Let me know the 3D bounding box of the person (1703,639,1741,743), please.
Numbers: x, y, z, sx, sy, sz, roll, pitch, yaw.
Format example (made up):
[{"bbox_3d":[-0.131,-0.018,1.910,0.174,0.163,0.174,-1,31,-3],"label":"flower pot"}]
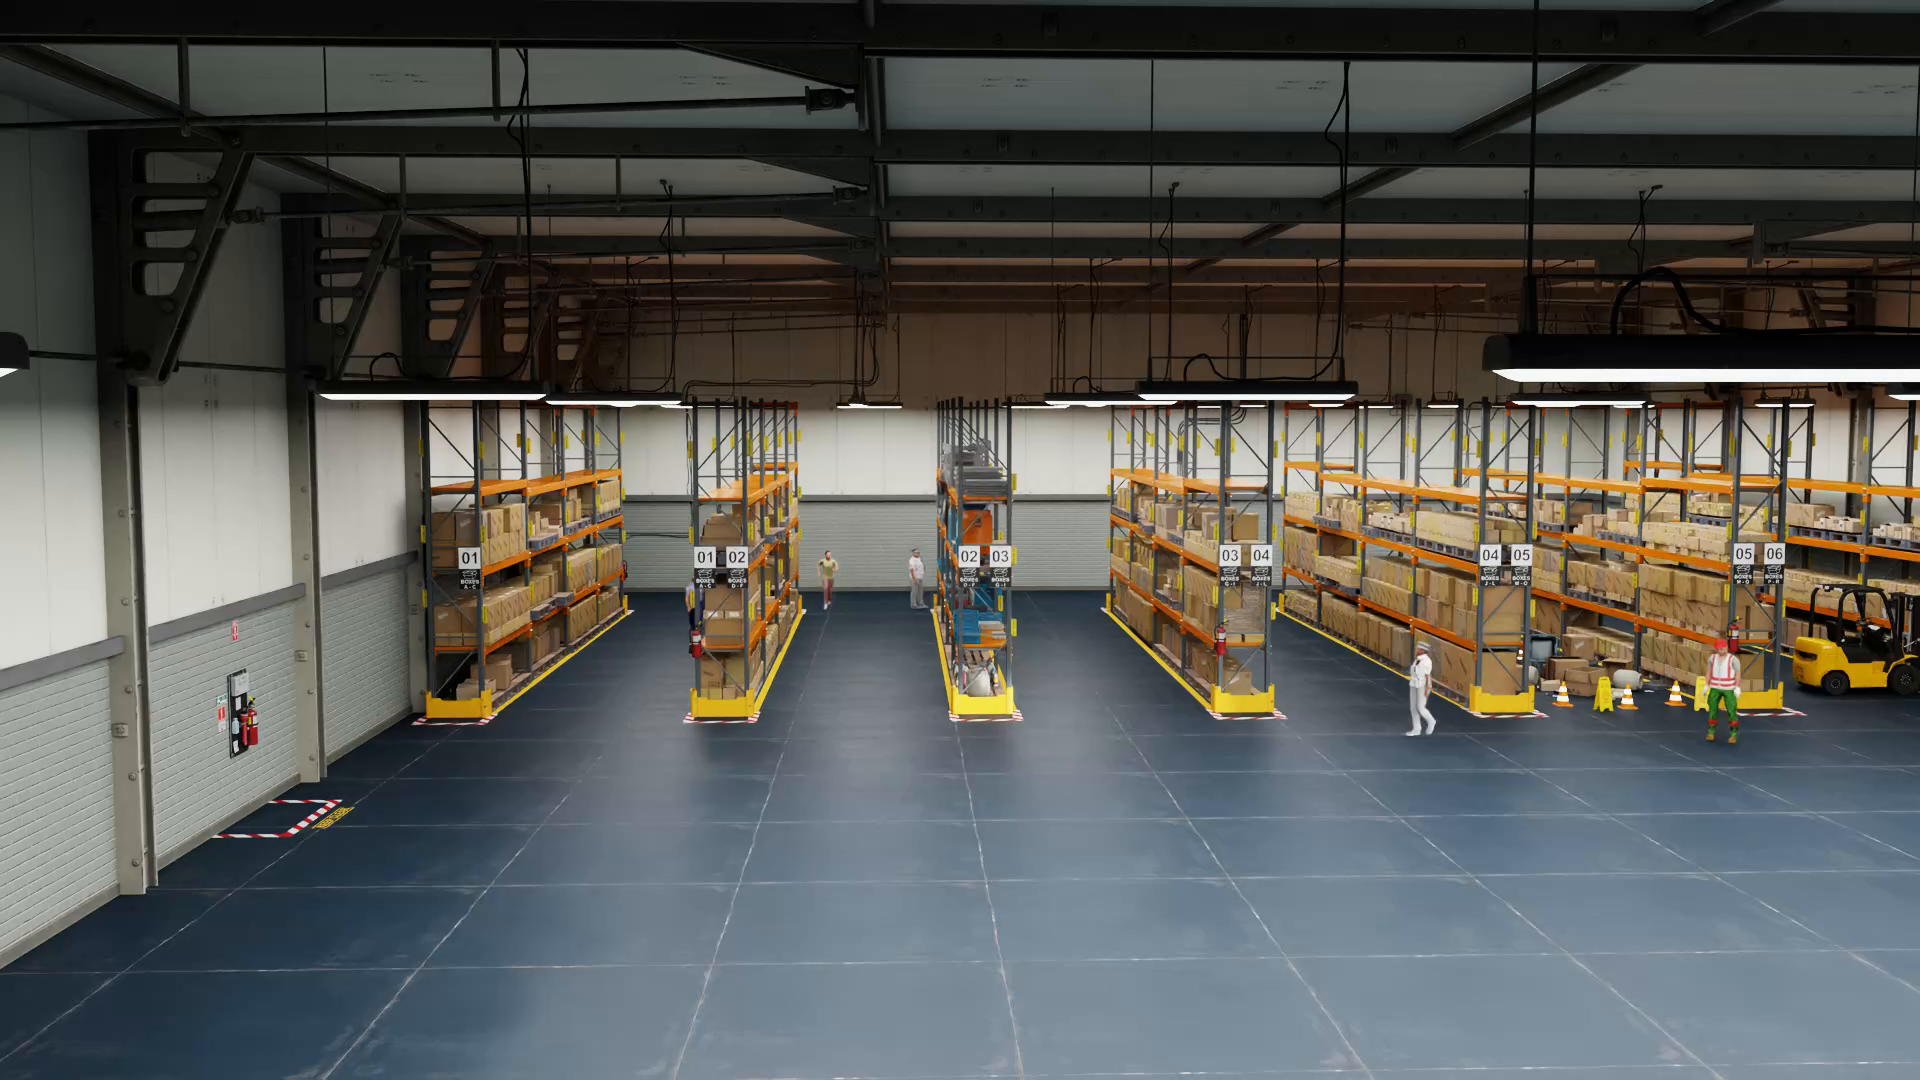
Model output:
[{"bbox_3d":[13.201,2.595,28.849,0.619,1.781,0.396,4,6,43],"label":"person"}]

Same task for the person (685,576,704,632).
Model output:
[{"bbox_3d":[-6.663,1.694,41.827,0.460,1.604,0.929,0,4,3],"label":"person"}]

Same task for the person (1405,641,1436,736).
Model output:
[{"bbox_3d":[8.126,2.607,29.258,0.483,1.681,0.457,-3,5,-34],"label":"person"}]

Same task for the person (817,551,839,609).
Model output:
[{"bbox_3d":[-3.845,1.125,48.427,0.625,1.643,0.997,0,4,-5],"label":"person"}]

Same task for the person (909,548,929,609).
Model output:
[{"bbox_3d":[-1.219,1.110,48.331,0.448,1.773,0.621,2,5,24],"label":"person"}]
